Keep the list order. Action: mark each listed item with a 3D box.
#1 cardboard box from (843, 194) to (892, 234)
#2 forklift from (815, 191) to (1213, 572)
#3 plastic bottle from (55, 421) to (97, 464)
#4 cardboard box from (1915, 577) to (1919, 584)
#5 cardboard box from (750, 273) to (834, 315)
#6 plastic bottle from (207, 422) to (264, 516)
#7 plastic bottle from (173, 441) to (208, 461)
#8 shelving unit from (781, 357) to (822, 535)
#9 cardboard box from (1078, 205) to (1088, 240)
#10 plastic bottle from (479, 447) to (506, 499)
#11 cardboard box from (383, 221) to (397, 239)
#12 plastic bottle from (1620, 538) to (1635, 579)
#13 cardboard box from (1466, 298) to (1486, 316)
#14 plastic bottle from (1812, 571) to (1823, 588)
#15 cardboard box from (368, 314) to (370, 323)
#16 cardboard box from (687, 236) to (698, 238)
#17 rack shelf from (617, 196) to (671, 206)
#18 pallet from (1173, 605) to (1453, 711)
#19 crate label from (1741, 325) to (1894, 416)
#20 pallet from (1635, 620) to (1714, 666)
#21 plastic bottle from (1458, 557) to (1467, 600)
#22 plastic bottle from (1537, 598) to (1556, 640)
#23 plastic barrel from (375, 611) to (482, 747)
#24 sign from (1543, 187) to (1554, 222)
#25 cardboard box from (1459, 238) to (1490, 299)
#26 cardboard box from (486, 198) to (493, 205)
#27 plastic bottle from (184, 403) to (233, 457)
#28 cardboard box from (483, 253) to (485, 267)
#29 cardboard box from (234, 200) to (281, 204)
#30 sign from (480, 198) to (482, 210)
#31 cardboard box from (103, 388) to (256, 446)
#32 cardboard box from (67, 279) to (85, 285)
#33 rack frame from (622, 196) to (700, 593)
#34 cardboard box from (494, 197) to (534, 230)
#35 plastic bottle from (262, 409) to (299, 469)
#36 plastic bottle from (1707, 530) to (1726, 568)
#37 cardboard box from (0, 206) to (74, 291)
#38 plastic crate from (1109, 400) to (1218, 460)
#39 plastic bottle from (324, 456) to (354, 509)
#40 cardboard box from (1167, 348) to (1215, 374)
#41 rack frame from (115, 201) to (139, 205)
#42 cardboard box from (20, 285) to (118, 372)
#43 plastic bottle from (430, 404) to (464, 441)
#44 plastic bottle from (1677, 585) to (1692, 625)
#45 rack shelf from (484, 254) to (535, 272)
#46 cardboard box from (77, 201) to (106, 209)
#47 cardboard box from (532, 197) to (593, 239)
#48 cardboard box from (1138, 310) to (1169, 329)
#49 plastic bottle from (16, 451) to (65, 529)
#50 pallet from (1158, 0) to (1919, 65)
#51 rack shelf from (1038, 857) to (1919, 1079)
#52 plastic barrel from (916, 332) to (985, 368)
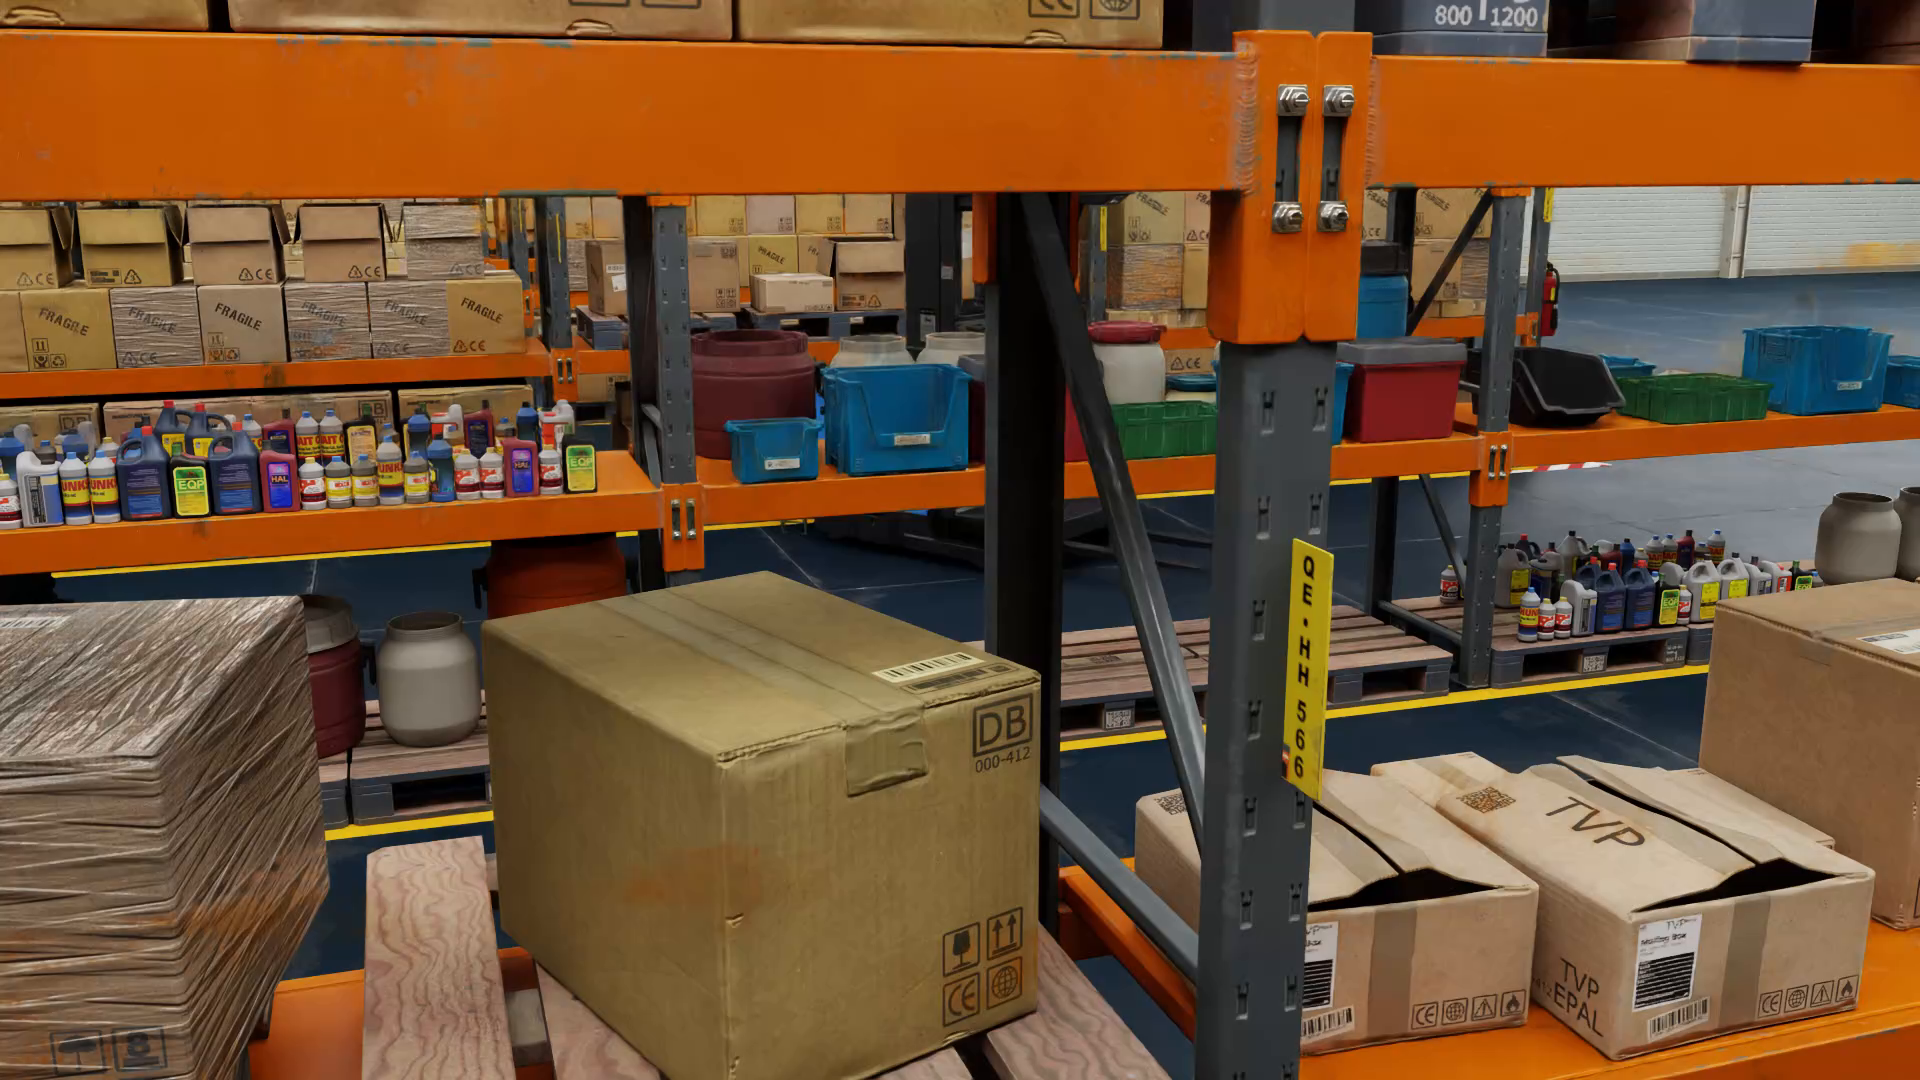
[{"bbox_3d":[-1.058,-3.488,17.450,0.500,0.500,0.700,-5,14,-19],"label":"cardboard box"},{"bbox_3d":[0.452,-1.313,10.829,3.031,2.935,1.130,10,17,37],"label":"forklift"},{"bbox_3d":[-3.664,-0.350,6.901,0.135,0.276,0.152,-4,14,-18],"label":"plastic bottle"},{"bbox_3d":[2.345,0.357,3.443,0.500,0.500,0.500,-4,14,-18],"label":"cardboard box"},{"bbox_3d":[-1.233,-1.805,12.167,0.500,0.250,0.500,-5,14,-20],"label":"cardboard box"},{"bbox_3d":[-2.810,-0.280,6.445,0.185,0.351,0.144,-4,14,-18],"label":"plastic bottle"},{"bbox_3d":[-2.967,-0.240,6.421,0.133,0.283,0.061,-4,14,-18],"label":"plastic bottle"},{"bbox_3d":[-1.063,-0.677,11.851,0.258,1.200,0.503,4,13,37],"label":"shelving unit"},{"bbox_3d":[1.235,-2.669,13.363,0.500,0.500,0.500,-4,14,-18],"label":"cardboard box"},{"bbox_3d":[-1.896,-0.273,6.737,0.097,0.201,0.097,0,13,0],"label":"plastic bottle"},{"bbox_3d":[-5.620,-3.019,16.203,0.250,0.149,0.380,-5,14,-20],"label":"cardboard box"},{"bbox_3d":[3.838,0.121,9.595,0.097,0.271,0.097,0,13,0],"label":"plastic bottle"},{"bbox_3d":[4.246,-1.984,14.046,0.250,0.149,0.380,-4,14,-18],"label":"cardboard box"},{"bbox_3d":[4.666,0.274,9.105,0.097,0.201,0.097,0,13,0],"label":"plastic bottle"},{"bbox_3d":[-7.583,-2.847,20.815,0.875,0.875,0.875,-4,14,-17],"label":"cardboard box"},{"bbox_3d":[-2.910,-2.794,16.691,0.500,0.500,0.500,-4,14,-18],"label":"cardboard box"},{"bbox_3d":[-3.211,-1.476,6.439,4.000,0.370,1.077,-4,14,-18],"label":"rack shelf"},{"bbox_3d":[1.744,0.613,8.608,1.213,0.211,1.003,-4,14,-18],"label":"pallet"},{"bbox_3d":[4.609,-0.927,8.982,0.616,0.435,0.502,-4,14,-18],"label":"crate label"},{"bbox_3d":[4.284,0.416,9.440,1.213,0.211,1.003,-4,14,-18],"label":"pallet"},{"bbox_3d":[2.827,0.190,9.282,0.133,0.283,0.061,-4,14,-15],"label":"plastic bottle"},{"bbox_3d":[3.014,0.403,8.564,0.097,0.201,0.097,0,13,0],"label":"plastic bottle"},{"bbox_3d":[-2.280,0.593,7.138,0.421,0.512,0.421,0,13,0],"label":"plastic barrel"},{"bbox_3d":[4.846,-2.785,13.684,0.005,0.325,0.100,-4,14,-18],"label":"sign"},{"bbox_3d":[4.157,-2.350,14.182,0.500,0.500,0.875,-4,14,-18],"label":"cardboard box"},{"bbox_3d":[-7.246,-5.186,25.345,0.250,0.149,0.380,-4,14,-16],"label":"cardboard box"},{"bbox_3d":[-3.119,-0.393,6.919,0.185,0.351,0.144,-4,14,-18],"label":"plastic bottle"},{"bbox_3d":[-4.869,-2.789,16.523,0.250,0.149,0.380,-5,14,-19],"label":"cardboard box"},{"bbox_3d":[-8.388,-4.064,19.868,0.500,0.500,0.500,-5,14,-19],"label":"cardboard box"},{"bbox_3d":[-5.875,-4.216,20.383,0.005,0.325,0.100,-4,14,-18],"label":"sign"},{"bbox_3d":[-5.239,-0.594,11.342,0.875,0.875,1.225,-5,14,-20],"label":"cardboard box"},{"bbox_3d":[-5.858,-1.484,11.182,0.500,0.500,0.500,-4,14,-16],"label":"cardboard box"},{"bbox_3d":[-1.315,-0.515,7.324,0.127,3.000,1.000,-4,14,-18],"label":"rack frame"},{"bbox_3d":[-5.555,-4.154,20.860,0.500,0.500,0.500,-5,14,-20],"label":"cardboard box"},{"bbox_3d":[-2.938,-0.421,7.185,0.133,0.283,0.061,-4,14,-18],"label":"plastic bottle"},{"bbox_3d":[4.449,0.074,9.796,0.097,0.271,0.097,0,13,0],"label":"plastic bottle"},{"bbox_3d":[-6.083,-1.891,10.728,0.637,0.503,0.797,-5,14,-20],"label":"cardboard box"},{"bbox_3d":[0.916,-0.516,7.789,0.662,0.188,0.450,-4,14,-18],"label":"plastic crate"},{"bbox_3d":[-2.450,-0.230,6.556,0.097,0.201,0.097,0,13,0],"label":"plastic bottle"},{"bbox_3d":[2.580,-2.393,18.904,0.875,0.875,0.875,-4,14,-18],"label":"cardboard box"},{"bbox_3d":[-9.846,-3.479,19.787,0.127,3.000,1.000,-4,14,-18],"label":"rack frame"},{"bbox_3d":[-5.694,-1.371,10.707,0.500,0.500,0.500,-4,14,-18],"label":"cardboard box"},{"bbox_3d":[-2.267,-0.459,7.358,0.135,0.276,0.152,-4,14,-18],"label":"plastic bottle"},{"bbox_3d":[3.828,0.339,8.831,0.097,0.201,0.097,0,13,0],"label":"plastic bottle"},{"bbox_3d":[-4.160,-3.572,21.732,4.000,0.370,1.077,-4,14,-18],"label":"rack shelf"},{"bbox_3d":[-10.206,-3.919,19.259,0.500,0.500,0.500,-5,14,-19],"label":"cardboard box"},{"bbox_3d":[-3.952,-3.262,16.498,0.500,0.500,0.700,-5,14,-18],"label":"cardboard box"},{"bbox_3d":[1.437,-1.739,13.016,0.250,0.149,0.380,-4,14,-18],"label":"cardboard box"},{"bbox_3d":[-3.449,-0.195,6.249,0.135,0.276,0.152,-4,14,-18],"label":"plastic bottle"},{"bbox_3d":[0.876,-0.865,2.723,1.003,0.211,1.213,-4,14,-15],"label":"pallet"},{"bbox_3d":[2.157,0.774,3.459,4.000,0.370,1.077,-4,14,-18],"label":"rack shelf"},{"bbox_3d":[-0.009,-0.723,7.958,0.421,0.512,0.421,0,13,0],"label":"plastic barrel"}]
